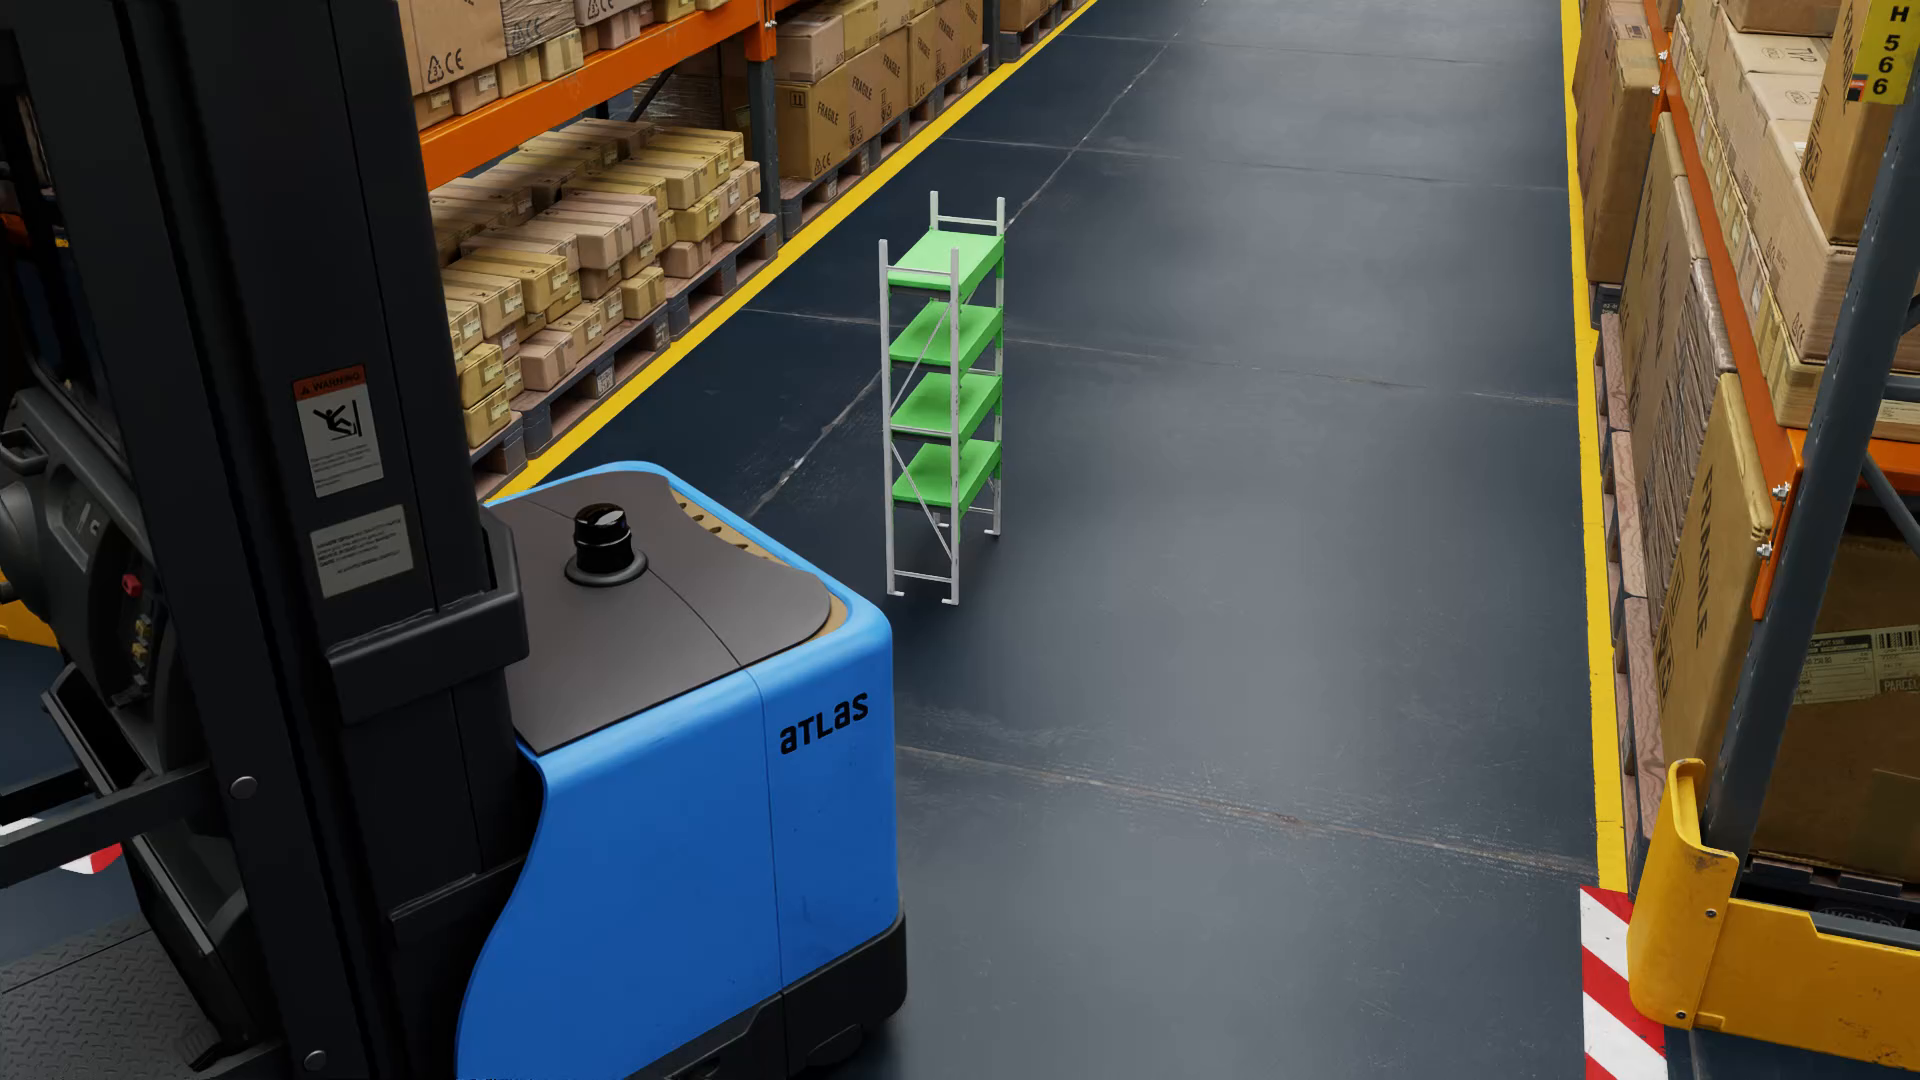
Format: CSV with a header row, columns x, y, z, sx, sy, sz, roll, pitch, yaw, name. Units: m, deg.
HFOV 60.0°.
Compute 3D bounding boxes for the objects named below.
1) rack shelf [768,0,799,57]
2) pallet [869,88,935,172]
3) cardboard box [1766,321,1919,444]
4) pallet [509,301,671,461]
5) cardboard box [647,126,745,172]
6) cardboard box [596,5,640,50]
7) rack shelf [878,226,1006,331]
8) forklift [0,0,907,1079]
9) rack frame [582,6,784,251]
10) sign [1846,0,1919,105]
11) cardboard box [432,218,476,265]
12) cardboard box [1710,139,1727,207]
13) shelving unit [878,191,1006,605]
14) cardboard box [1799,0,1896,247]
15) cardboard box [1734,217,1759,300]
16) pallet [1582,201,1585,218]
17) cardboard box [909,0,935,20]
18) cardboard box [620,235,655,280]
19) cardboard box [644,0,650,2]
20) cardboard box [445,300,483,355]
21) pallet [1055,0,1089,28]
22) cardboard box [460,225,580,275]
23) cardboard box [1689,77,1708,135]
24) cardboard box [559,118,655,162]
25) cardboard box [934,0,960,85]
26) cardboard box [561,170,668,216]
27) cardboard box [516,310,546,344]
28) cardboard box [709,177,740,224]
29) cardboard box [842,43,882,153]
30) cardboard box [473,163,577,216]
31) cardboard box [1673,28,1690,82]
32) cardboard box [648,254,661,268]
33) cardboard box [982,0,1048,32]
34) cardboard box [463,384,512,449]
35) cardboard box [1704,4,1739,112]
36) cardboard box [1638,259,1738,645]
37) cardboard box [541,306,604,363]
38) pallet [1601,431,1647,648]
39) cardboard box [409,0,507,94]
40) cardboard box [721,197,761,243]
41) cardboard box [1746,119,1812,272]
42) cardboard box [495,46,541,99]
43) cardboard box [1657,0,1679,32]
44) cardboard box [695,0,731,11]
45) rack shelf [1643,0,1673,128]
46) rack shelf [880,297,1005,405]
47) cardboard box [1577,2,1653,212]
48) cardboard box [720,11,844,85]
x,y,z,sx,sy,sz,roll,pitch,yaw,name
-0.803,-3.457,9.618,1.077,0.370,4.000,8,30,15,rack shelf
-0.806,-2.554,10.124,1.003,0.211,1.213,8,30,15,pallet
1.938,-0.331,3.517,0.380,0.149,0.250,9,30,16,cardboard box
-1.909,-0.737,6.858,1.003,0.211,1.213,8,30,15,pallet
-1.245,-1.837,7.855,0.380,0.149,0.250,9,30,16,cardboard box
-1.507,-2.068,6.640,0.380,0.149,0.250,7,30,13,cardboard box
-0.049,-0.811,5.118,0.258,0.148,0.480,8,30,15,rack shelf
-1.571,0.090,2.573,3.031,2.935,1.130,-22,36,-34,forklift
-1.390,-2.842,7.773,1.000,3.000,0.127,8,30,15,rack frame
1.633,-0.921,2.886,0.100,0.325,0.005,8,30,15,sign
-2.172,-1.186,6.685,0.380,0.149,0.250,9,30,15,cardboard box
2.387,-1.041,4.794,0.380,0.149,0.250,9,30,16,cardboard box
-0.049,-0.447,5.320,0.258,1.200,0.503,8,30,15,shelving unit
2.040,-0.884,3.331,0.500,0.500,0.500,9,30,15,cardboard box
2.162,-0.685,4.154,0.380,0.149,0.250,9,30,16,cardboard box
3.833,-1.807,8.780,1.003,0.211,1.213,8,30,15,pallet
-0.468,-3.294,9.954,0.500,0.250,0.500,9,30,16,cardboard box
-1.531,-1.239,7.087,0.380,0.149,0.250,9,30,16,cardboard box
-1.415,-2.509,6.766,0.500,0.500,0.500,8,30,13,cardboard box
-1.929,-0.747,5.895,0.380,0.149,0.250,7,30,12,cardboard box
0.448,-4.403,13.447,1.003,0.211,1.213,8,30,15,pallet
-1.735,-1.120,6.567,0.380,0.149,0.250,9,30,15,cardboard box
2.613,-1.401,5.442,0.380,0.149,0.250,8,30,14,cardboard box
-1.689,-1.909,7.984,0.380,0.149,0.250,10,31,17,cardboard box
-0.315,-3.208,10.570,0.500,0.500,0.500,10,31,17,cardboard box
-1.499,-1.486,7.225,0.380,0.149,0.250,9,30,17,cardboard box
-1.837,-0.875,6.433,0.380,0.149,0.250,10,31,17,cardboard box
-1.246,-1.590,7.717,0.380,0.149,0.250,7,30,12,cardboard box
-0.766,-2.484,9.270,0.500,0.500,0.500,10,31,17,cardboard box
-1.908,-1.540,7.322,0.380,0.149,0.250,8,30,14,cardboard box
2.840,-1.765,6.096,0.380,0.149,0.250,7,30,13,cardboard box
-1.545,-1.203,7.327,0.380,0.149,0.250,8,30,14,cardboard box
0.049,-4.171,12.045,1.050,0.750,0.750,8,30,14,cardboard box
-1.859,-0.471,6.012,0.380,0.149,0.250,9,30,15,cardboard box
2.636,-1.498,5.206,0.500,0.250,0.500,9,30,16,cardboard box
2.527,-0.215,4.804,0.875,0.875,0.875,8,30,15,cardboard box
-1.663,-0.839,6.673,0.380,0.149,0.250,9,30,15,cardboard box
2.668,0.043,5.456,1.003,0.211,1.213,8,30,15,pallet
-1.879,-1.804,5.498,0.500,0.500,0.500,9,30,16,cardboard box
-1.179,-1.548,7.949,0.380,0.149,0.250,9,30,16,cardboard box
2.186,-0.791,3.935,0.500,0.250,0.500,8,30,14,cardboard box
-1.746,-1.709,5.995,0.380,0.149,0.250,10,30,17,cardboard box
3.198,-2.387,6.852,0.500,0.500,0.500,9,30,15,cardboard box
-1.221,-2.430,7.292,0.380,0.149,0.250,8,30,14,cardboard box
3.909,-2.702,8.262,1.077,0.370,4.000,8,30,15,rack shelf
-0.049,-0.601,5.234,0.258,0.148,0.480,8,30,15,rack shelf
3.752,-2.058,8.117,1.225,0.875,0.875,7,30,13,cardboard box
-0.920,-2.566,8.645,0.500,0.250,0.500,7,30,13,cardboard box
